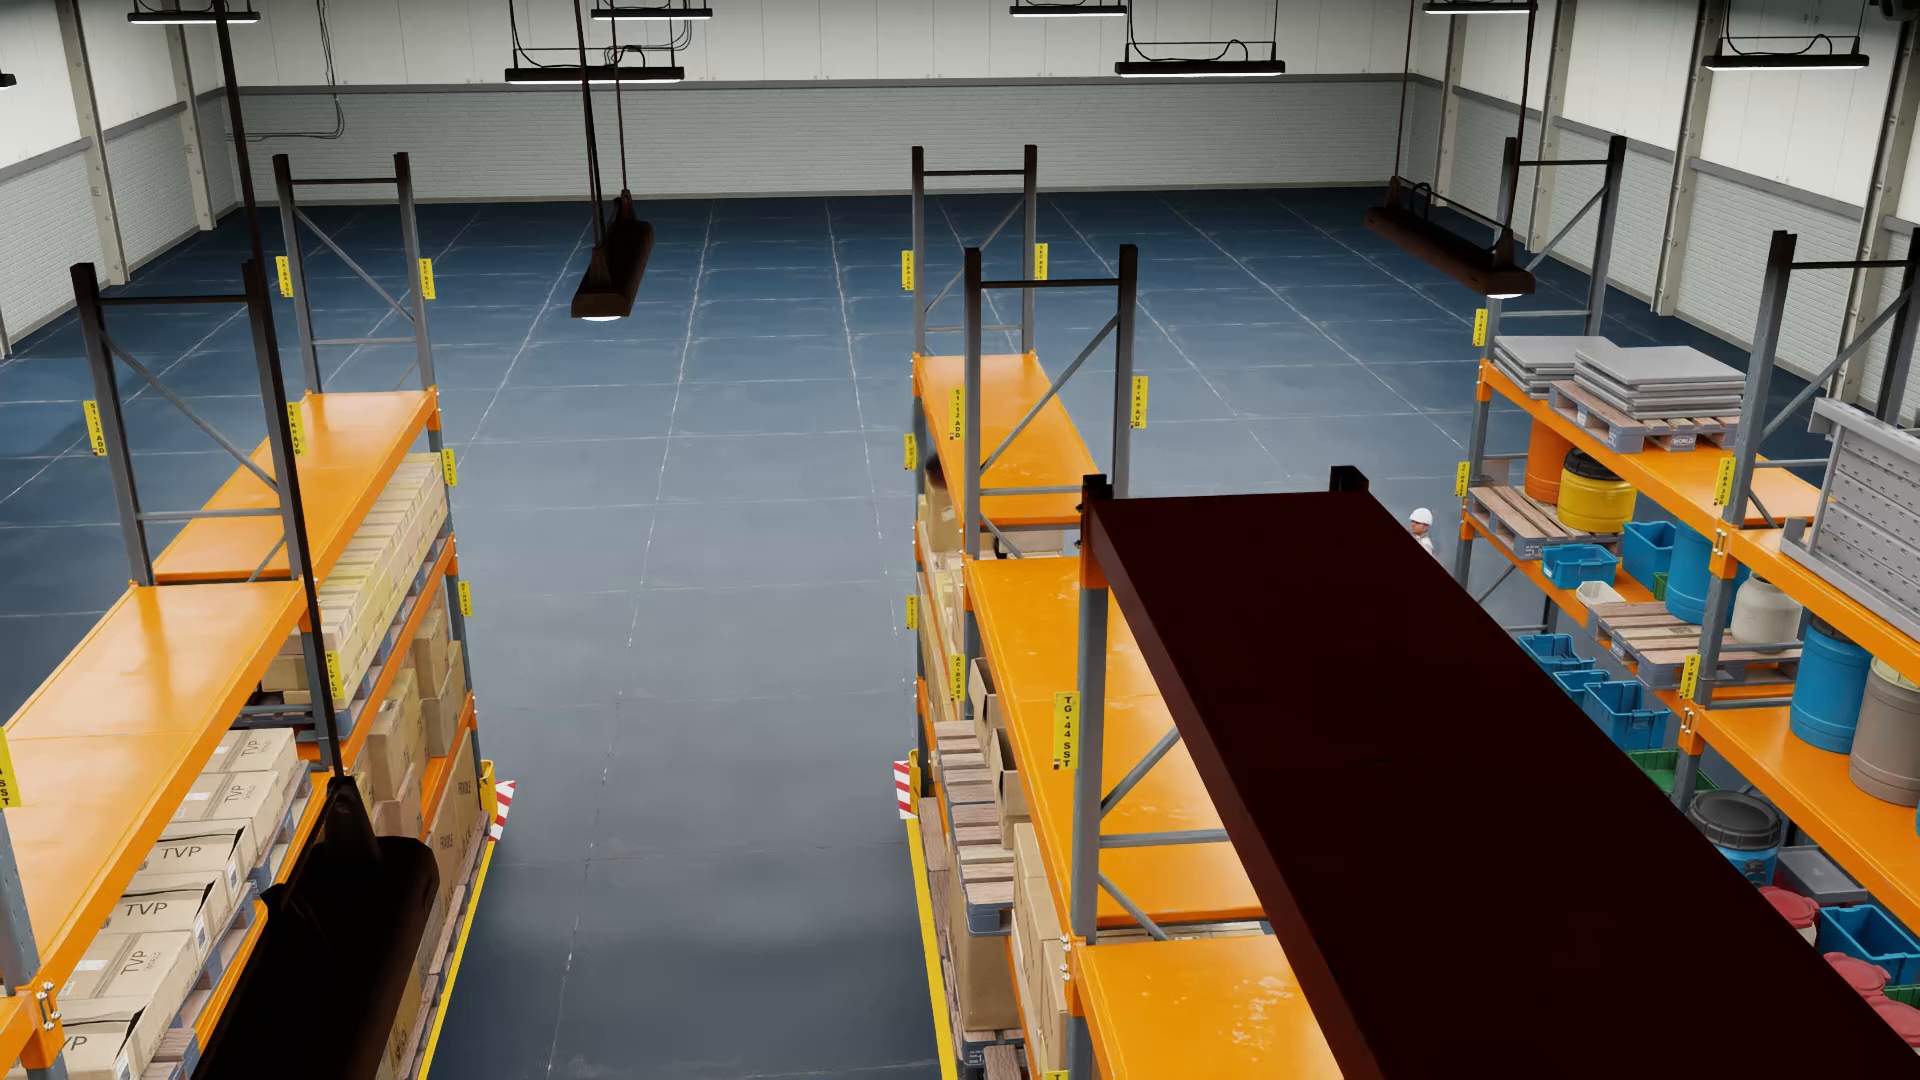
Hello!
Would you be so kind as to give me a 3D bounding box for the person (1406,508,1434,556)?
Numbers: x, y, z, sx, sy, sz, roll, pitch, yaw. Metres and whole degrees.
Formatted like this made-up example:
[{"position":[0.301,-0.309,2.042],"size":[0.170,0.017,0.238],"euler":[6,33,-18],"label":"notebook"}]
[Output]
[{"position":[4.935,0.487,18.029],"size":[0.732,1.737,0.514],"euler":[12,25,28],"label":"person"}]
